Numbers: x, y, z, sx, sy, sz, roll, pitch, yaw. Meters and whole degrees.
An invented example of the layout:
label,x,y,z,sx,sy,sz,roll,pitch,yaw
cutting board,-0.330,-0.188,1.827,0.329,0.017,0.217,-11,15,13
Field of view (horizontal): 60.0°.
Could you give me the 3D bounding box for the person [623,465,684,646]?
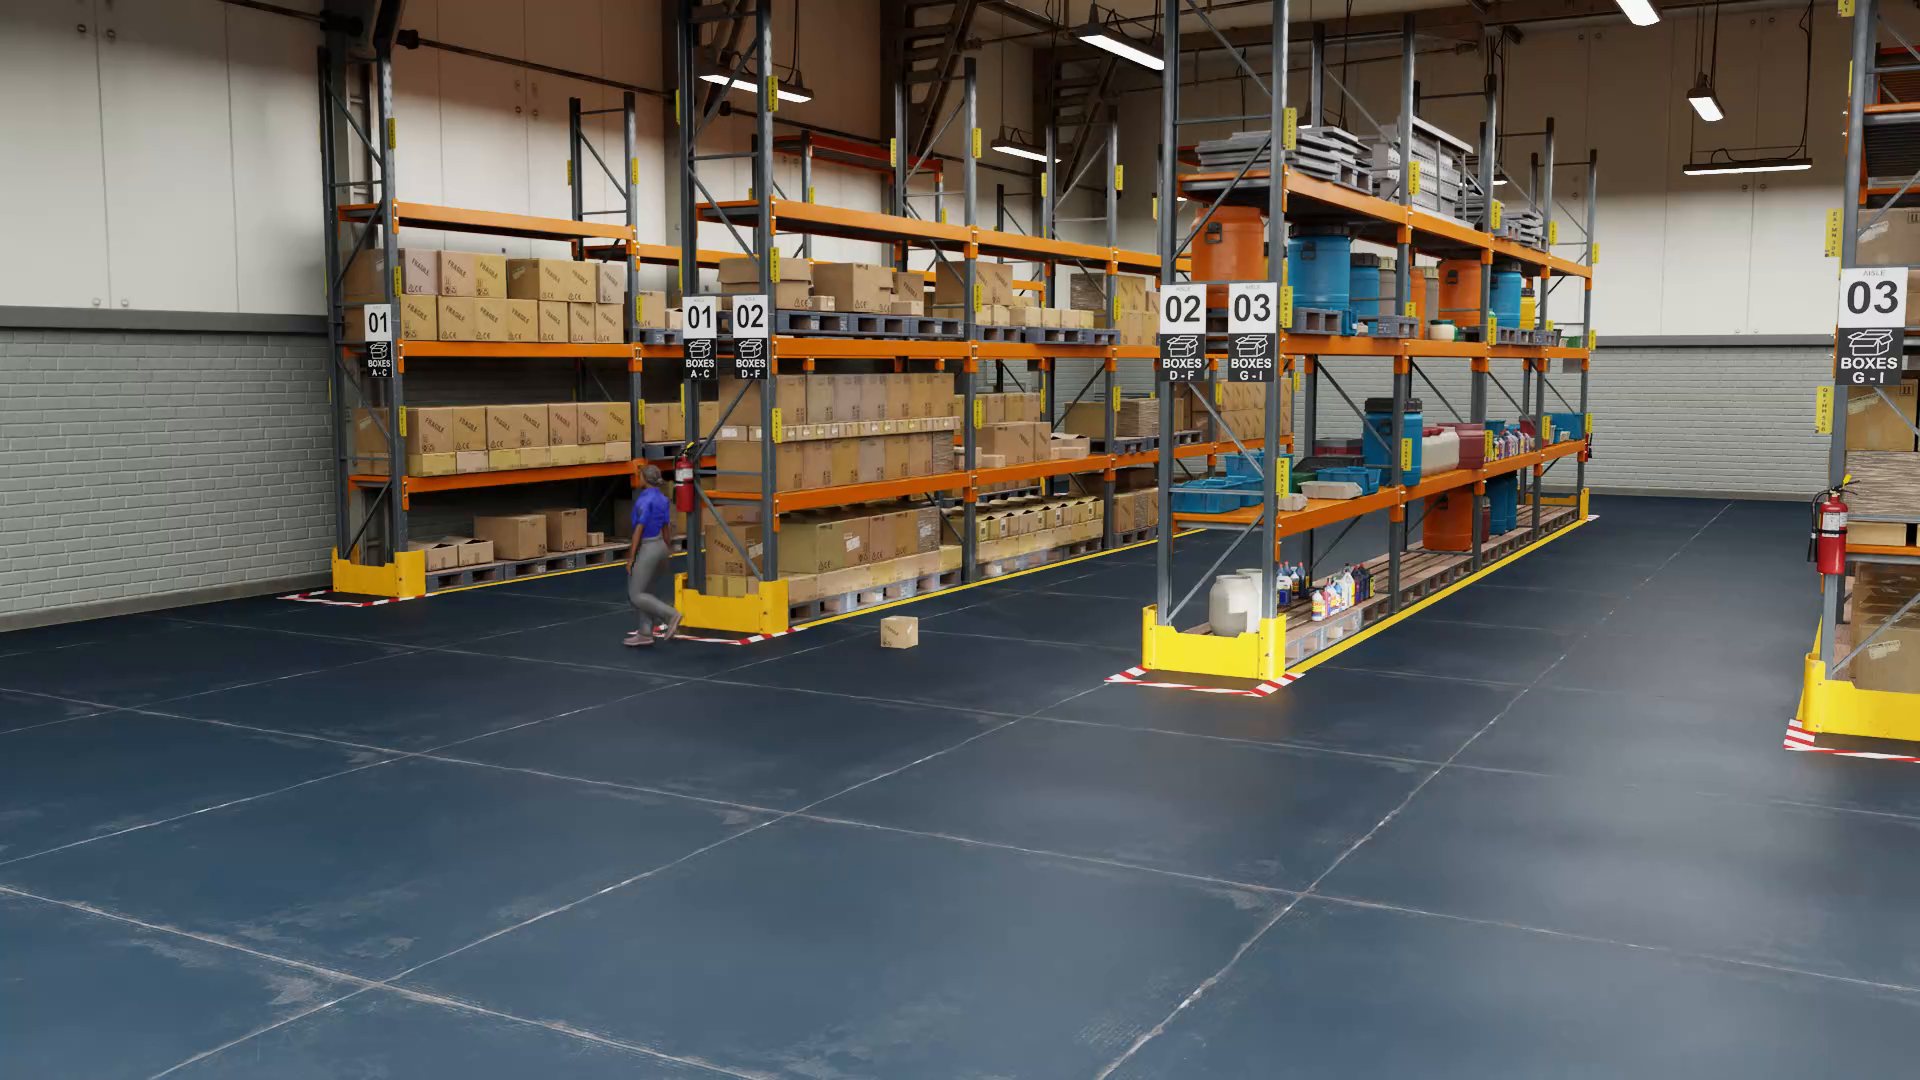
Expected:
label,x,y,z,sx,sy,sz,roll,pitch,yaw
person,-2.749,0.154,14.934,0.677,1.627,0.481,2,6,20
